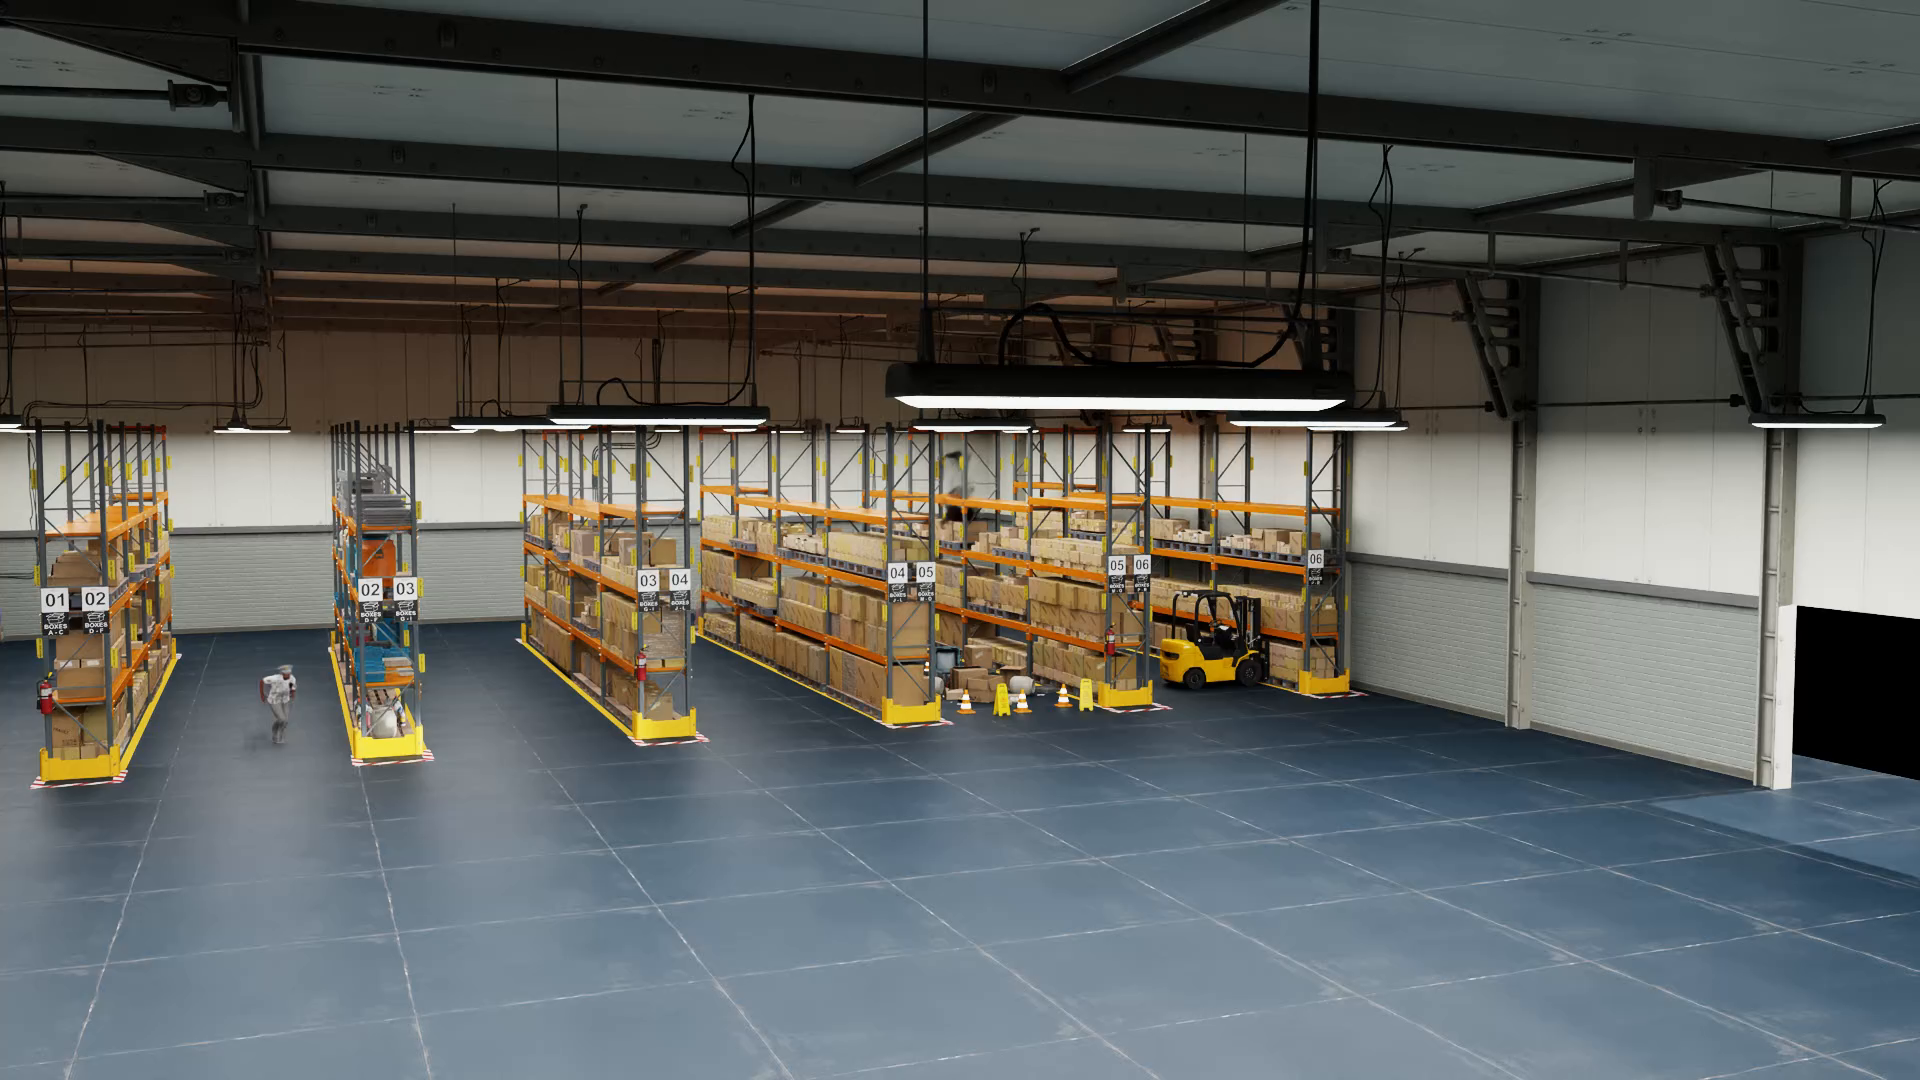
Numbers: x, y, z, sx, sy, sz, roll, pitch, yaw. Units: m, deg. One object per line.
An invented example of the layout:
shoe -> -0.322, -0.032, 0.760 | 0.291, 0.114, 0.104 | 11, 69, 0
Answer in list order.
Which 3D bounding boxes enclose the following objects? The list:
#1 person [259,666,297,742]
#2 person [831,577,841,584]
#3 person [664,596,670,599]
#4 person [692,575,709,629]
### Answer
person -> -12.631, 3.052, 30.826 | 0.852, 1.491, 0.601 | 3, 5, 44
person -> -3.986, 1.636, 51.404 | 0.863, 1.771, 0.657 | -3, 5, -38
person -> -8.083, 2.034, 46.362 | 0.620, 1.602, 0.560 | -1, 4, -18
person -> -7.608, 1.816, 49.368 | 0.617, 1.633, 0.784 | 3, 5, 39
